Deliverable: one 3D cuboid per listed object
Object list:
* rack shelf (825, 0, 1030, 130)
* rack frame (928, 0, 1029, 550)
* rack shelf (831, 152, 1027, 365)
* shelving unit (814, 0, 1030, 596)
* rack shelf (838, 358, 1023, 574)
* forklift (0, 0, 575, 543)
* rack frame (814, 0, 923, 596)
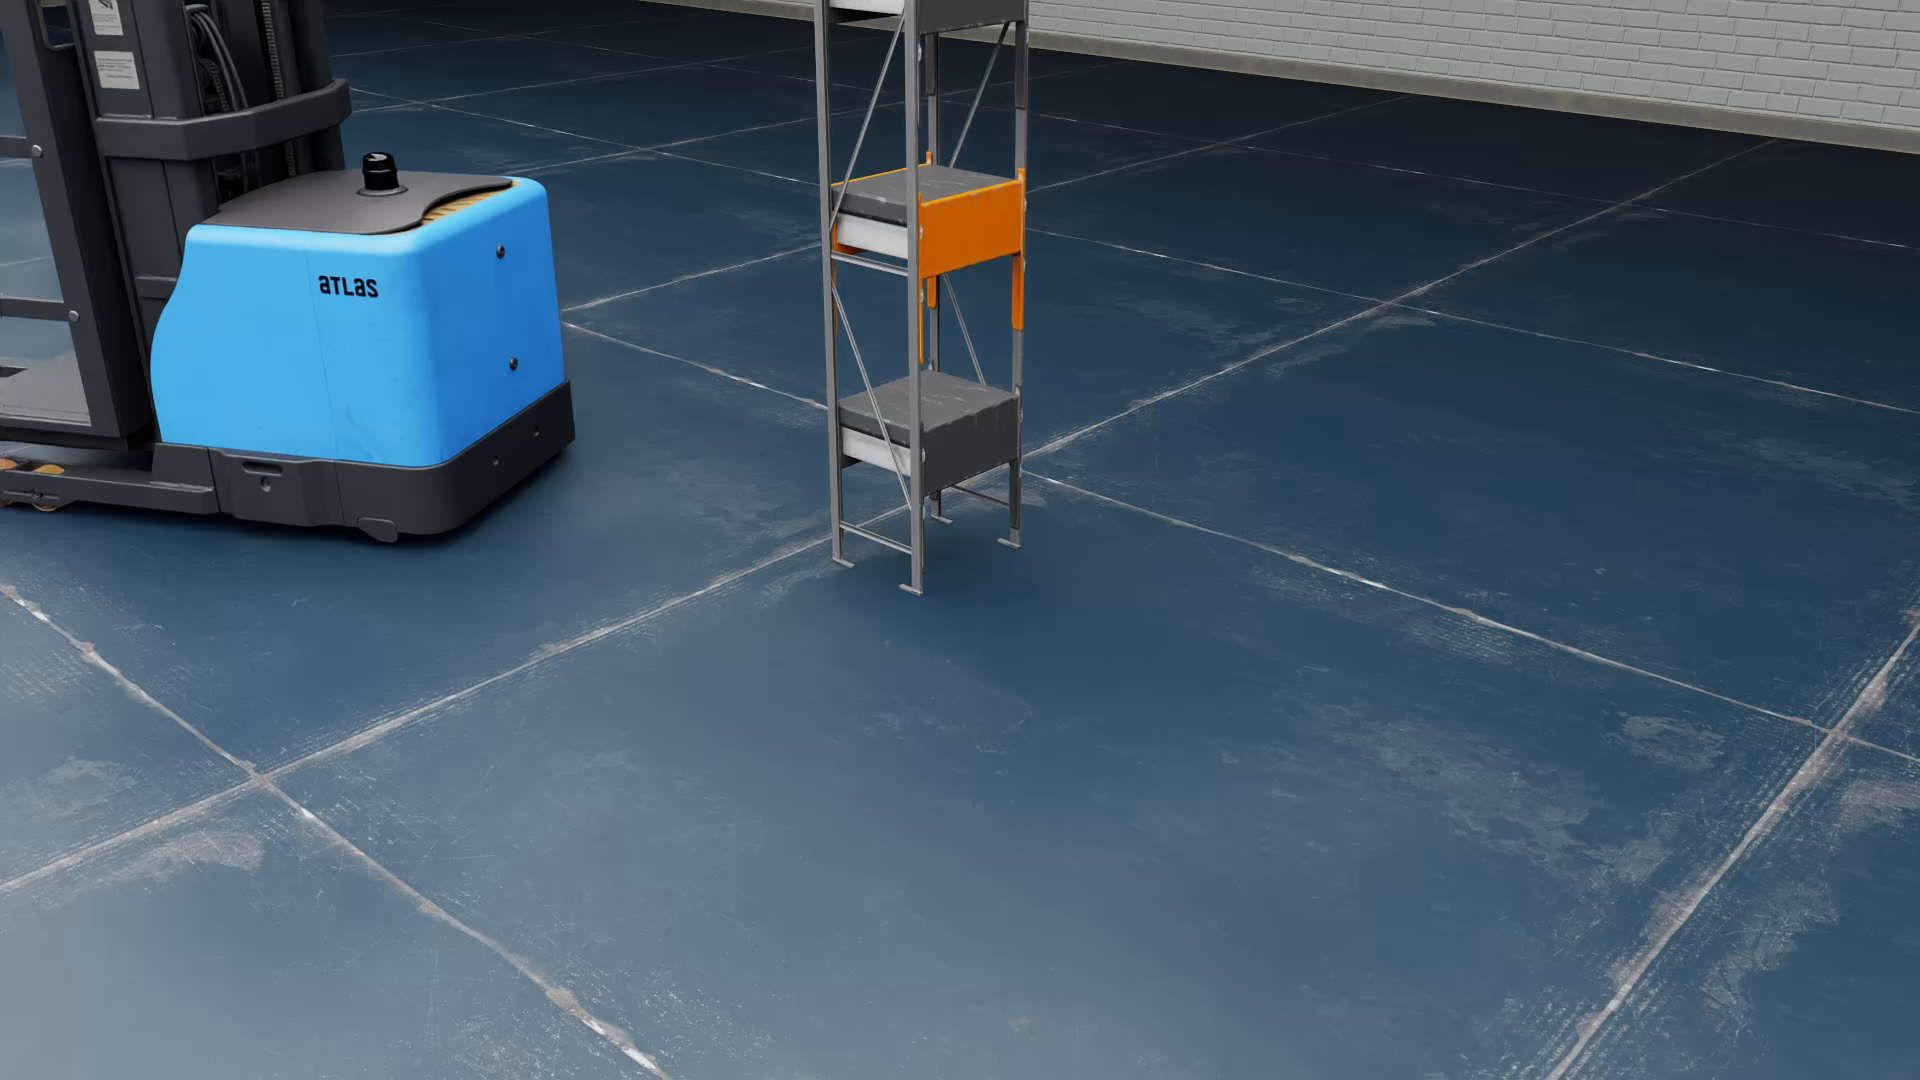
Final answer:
[{"bbox_3d":[-0.111,-1.534,4.927,0.431,0.518,0.480,20,31,38],"label":"rack shelf"},{"bbox_3d":[0.052,-0.982,5.374,0.400,2.100,0.015,20,31,38],"label":"rack frame"},{"bbox_3d":[-0.110,-0.895,5.214,0.431,0.518,0.480,20,31,38],"label":"rack shelf"},{"bbox_3d":[-0.110,-0.908,5.208,0.431,2.100,0.503,20,31,38],"label":"shelving unit"},{"bbox_3d":[-0.110,-0.256,5.500,0.431,0.518,0.480,20,31,38],"label":"rack shelf"},{"bbox_3d":[-3.067,-1.641,5.827,3.031,2.935,1.130,6,25,13],"label":"forklift"},{"bbox_3d":[-0.273,-0.833,5.042,0.400,2.100,0.015,20,31,38],"label":"rack frame"}]
